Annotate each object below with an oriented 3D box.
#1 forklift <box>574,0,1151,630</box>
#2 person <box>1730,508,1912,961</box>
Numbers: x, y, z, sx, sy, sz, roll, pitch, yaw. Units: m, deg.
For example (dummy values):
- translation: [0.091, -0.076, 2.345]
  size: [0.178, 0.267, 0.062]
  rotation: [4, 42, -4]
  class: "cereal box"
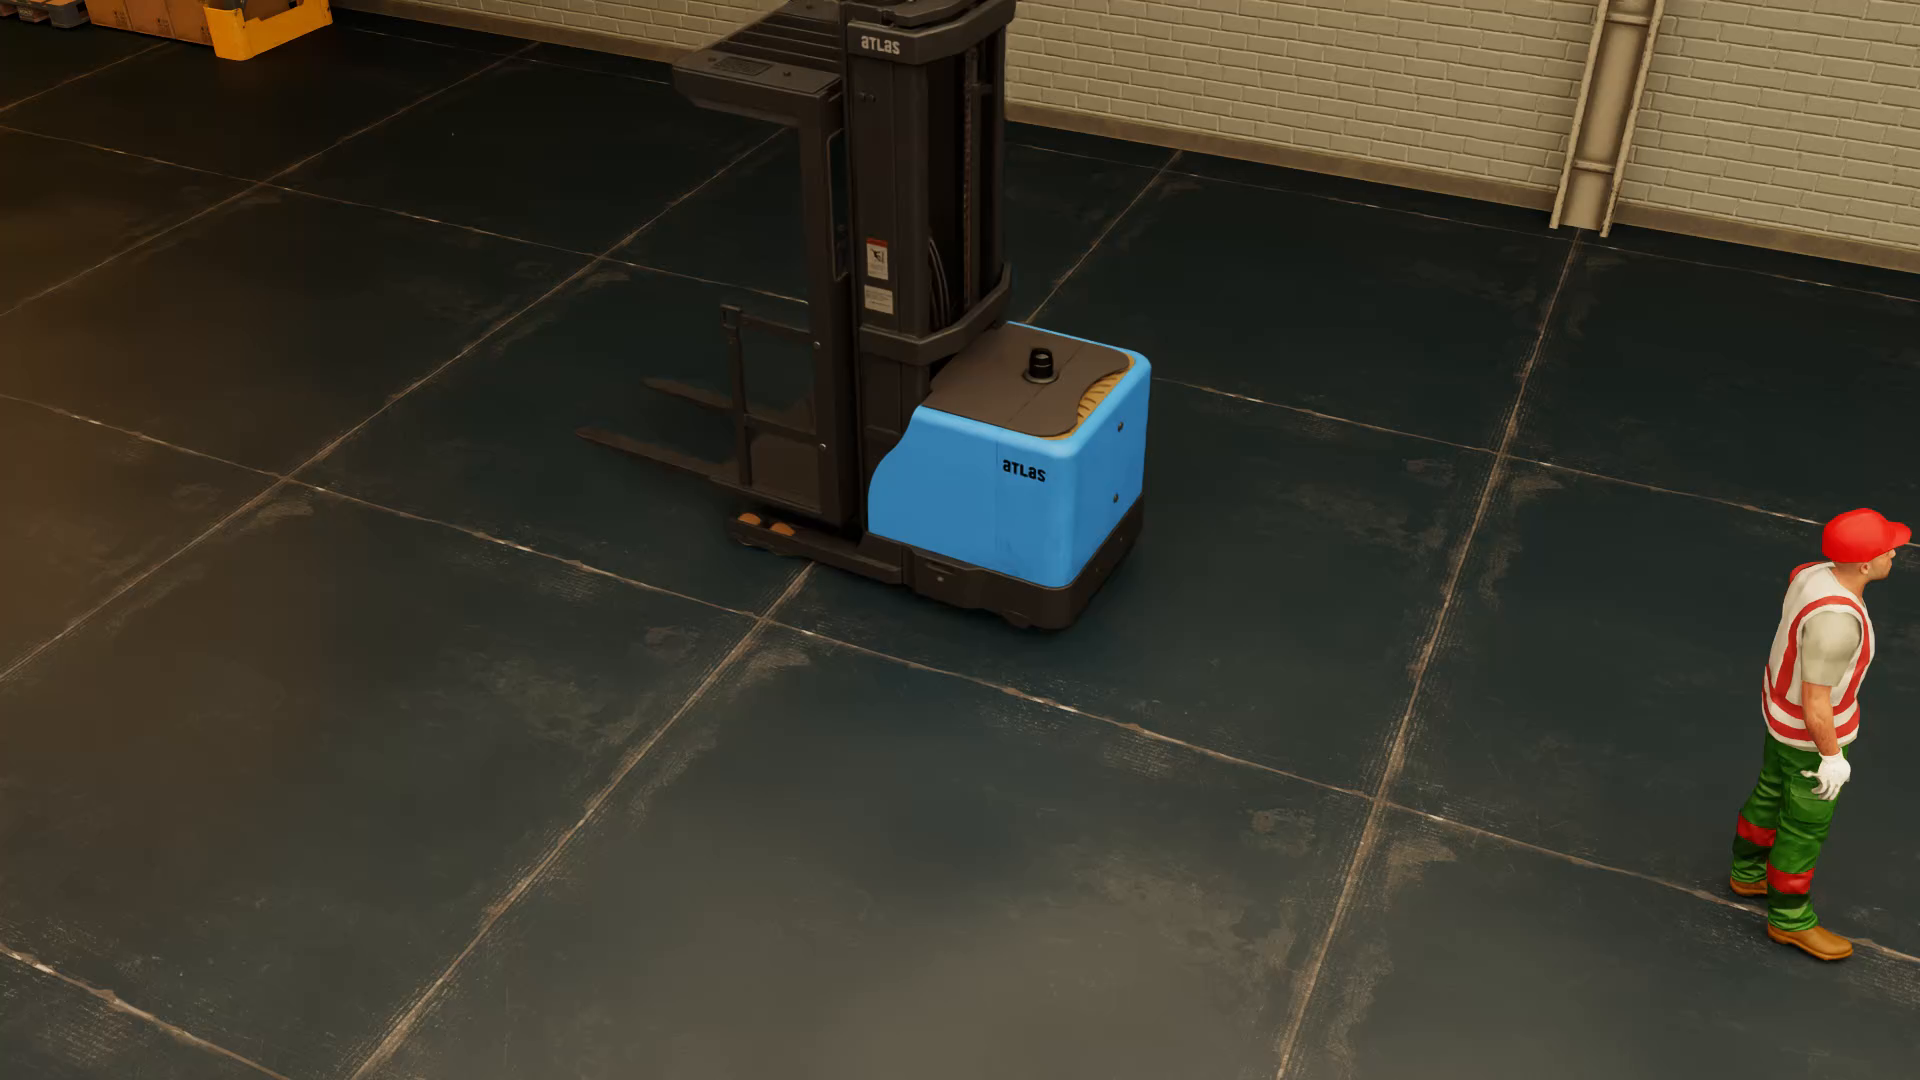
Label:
- translation: [-0.612, -1.364, 7.999]
  size: [3.031, 2.935, 1.130]
  rotation: [17, 39, 22]
  class: "forklift"
- translation: [3.201, 0.681, 6.102]
  size: [0.564, 1.787, 0.637]
  rotation: [9, 37, 13]
  class: "person"
